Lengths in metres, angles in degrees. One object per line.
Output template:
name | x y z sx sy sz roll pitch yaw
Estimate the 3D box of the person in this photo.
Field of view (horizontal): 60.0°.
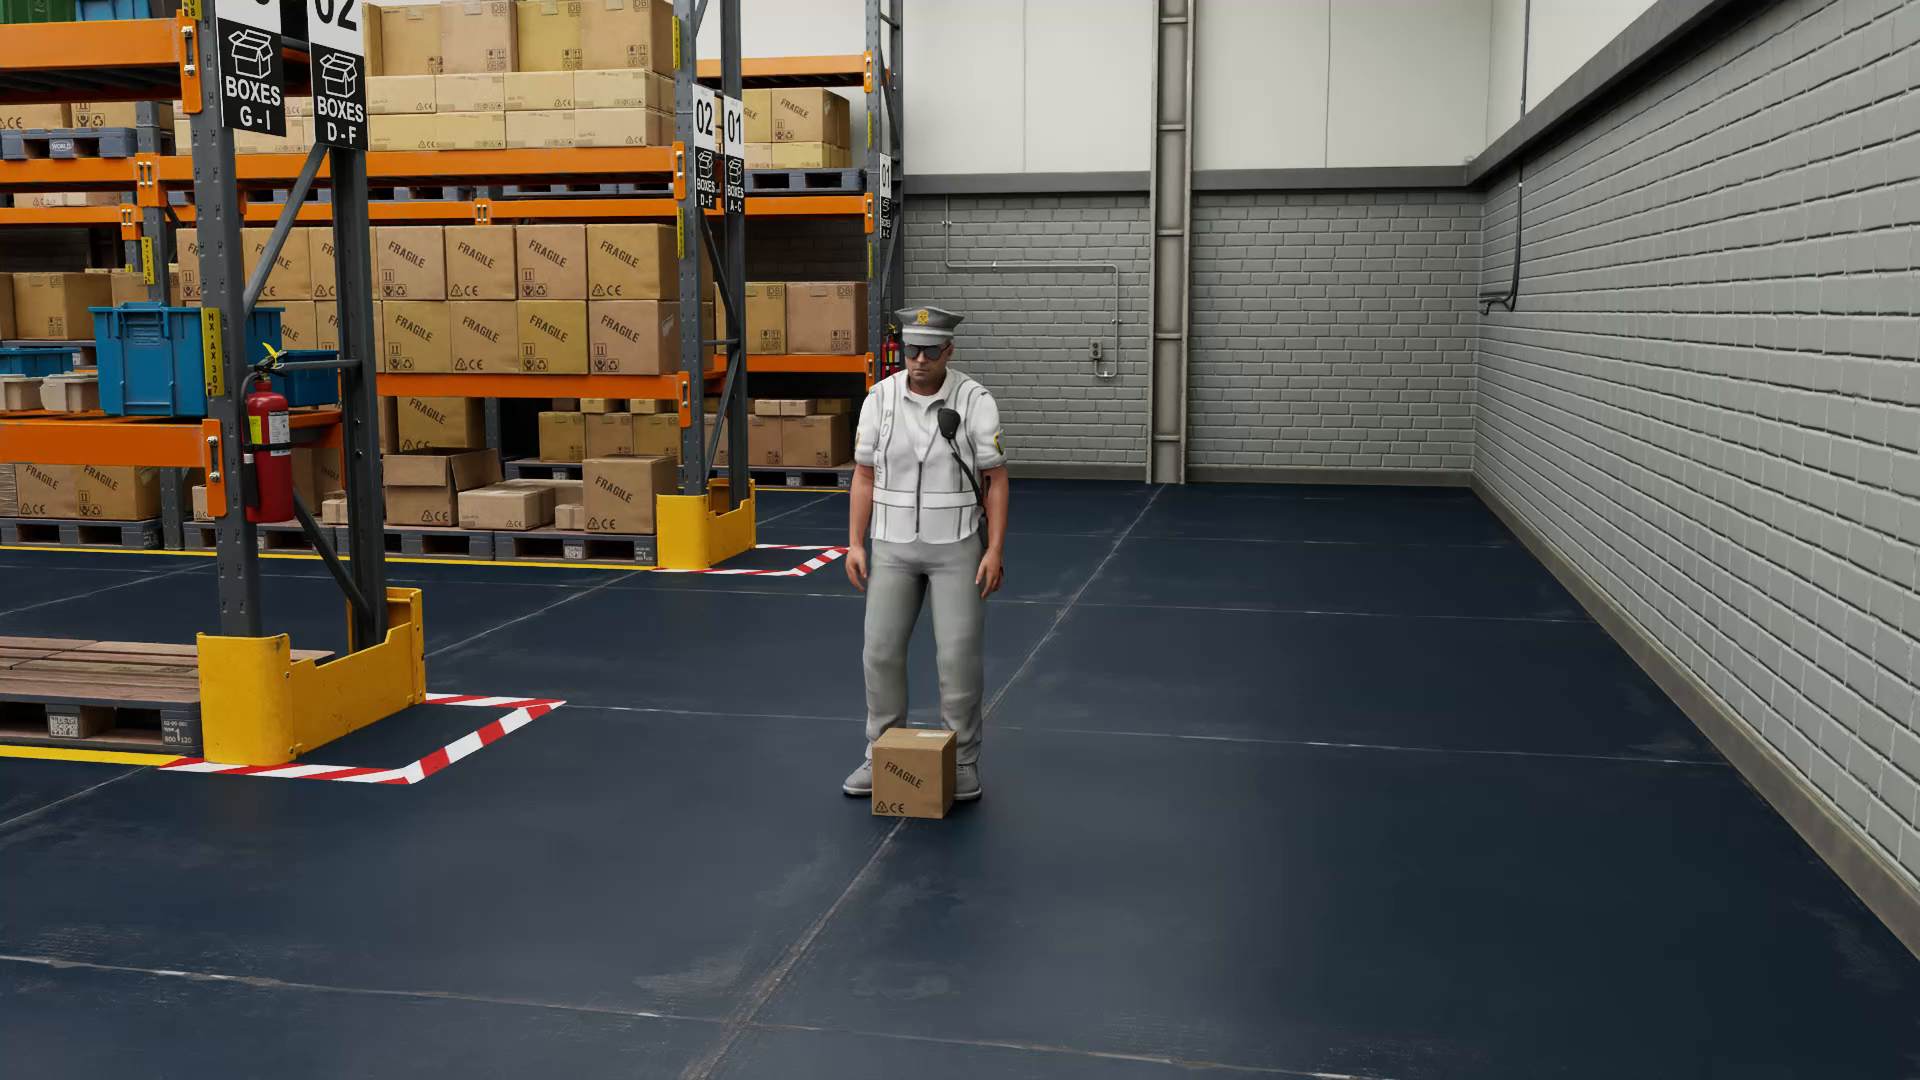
person | -0.117 0.038 6.014 0.584 1.747 0.438 1 8 11
